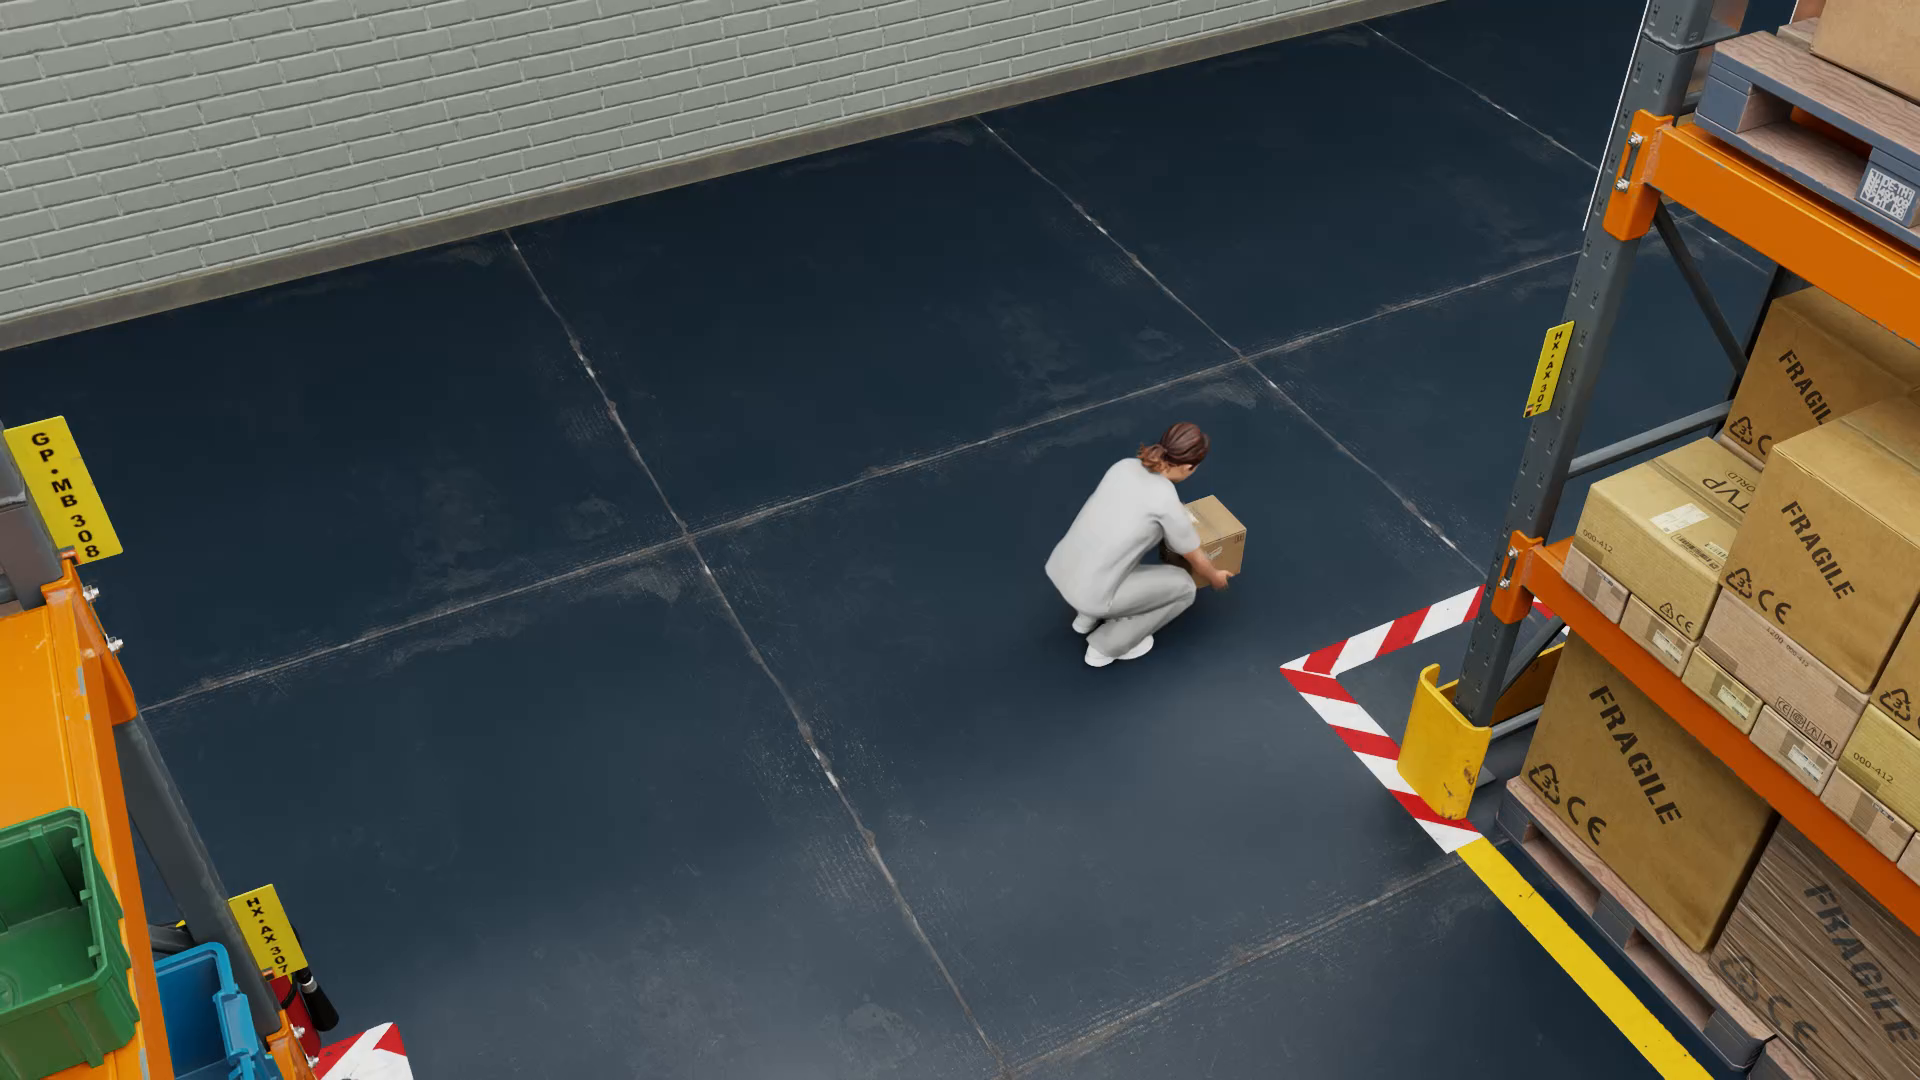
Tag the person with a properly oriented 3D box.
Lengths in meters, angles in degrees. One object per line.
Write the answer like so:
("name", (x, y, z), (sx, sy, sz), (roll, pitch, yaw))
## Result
("person", (0.728, 0.003, 6.713), (0.803, 0.949, 0.469), (-20, 45, -21))
